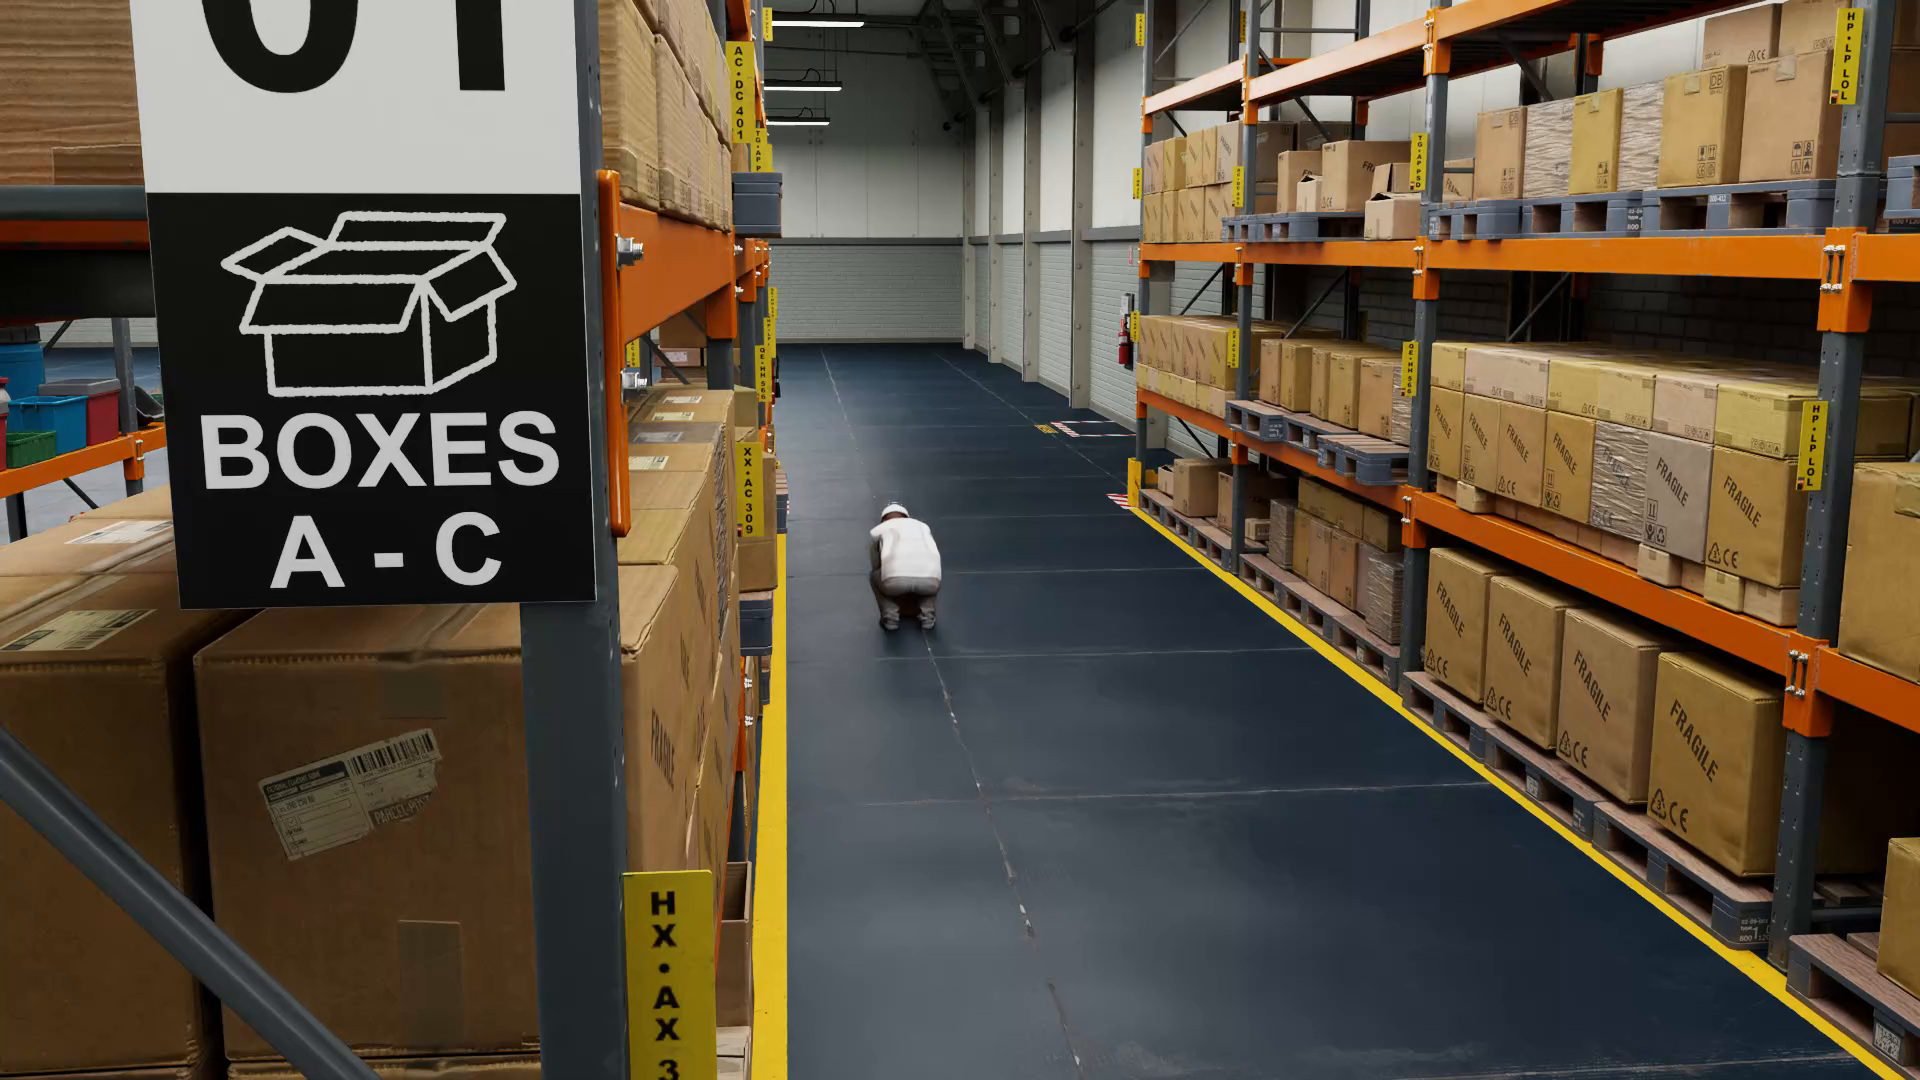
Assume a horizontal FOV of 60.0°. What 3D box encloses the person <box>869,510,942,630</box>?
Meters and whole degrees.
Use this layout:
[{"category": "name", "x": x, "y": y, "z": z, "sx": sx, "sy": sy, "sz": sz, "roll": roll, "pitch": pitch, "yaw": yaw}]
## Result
[{"category": "person", "x": -0.414, "y": 0.258, "z": 12.454, "sx": 0.522, "sy": 0.858, "sz": 0.949, "roll": -1, "pitch": 10, "yaw": -7}]
